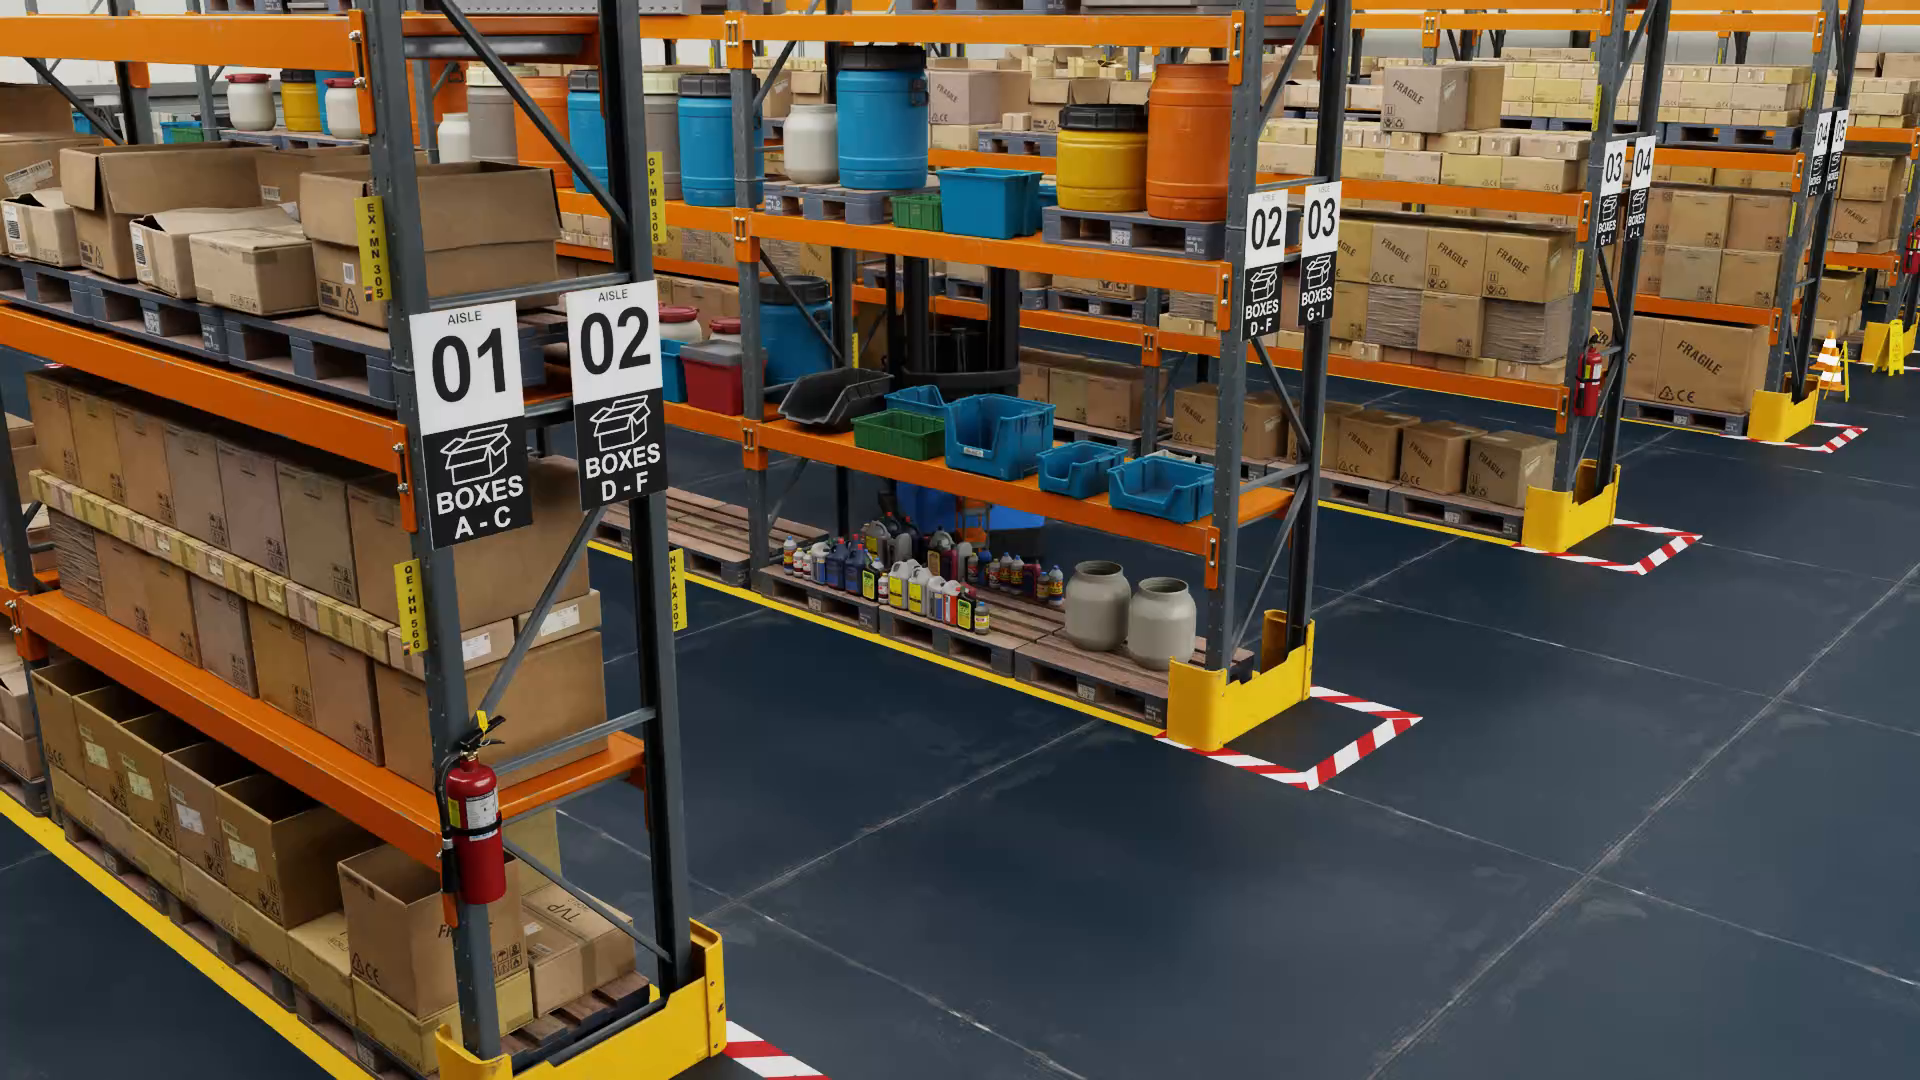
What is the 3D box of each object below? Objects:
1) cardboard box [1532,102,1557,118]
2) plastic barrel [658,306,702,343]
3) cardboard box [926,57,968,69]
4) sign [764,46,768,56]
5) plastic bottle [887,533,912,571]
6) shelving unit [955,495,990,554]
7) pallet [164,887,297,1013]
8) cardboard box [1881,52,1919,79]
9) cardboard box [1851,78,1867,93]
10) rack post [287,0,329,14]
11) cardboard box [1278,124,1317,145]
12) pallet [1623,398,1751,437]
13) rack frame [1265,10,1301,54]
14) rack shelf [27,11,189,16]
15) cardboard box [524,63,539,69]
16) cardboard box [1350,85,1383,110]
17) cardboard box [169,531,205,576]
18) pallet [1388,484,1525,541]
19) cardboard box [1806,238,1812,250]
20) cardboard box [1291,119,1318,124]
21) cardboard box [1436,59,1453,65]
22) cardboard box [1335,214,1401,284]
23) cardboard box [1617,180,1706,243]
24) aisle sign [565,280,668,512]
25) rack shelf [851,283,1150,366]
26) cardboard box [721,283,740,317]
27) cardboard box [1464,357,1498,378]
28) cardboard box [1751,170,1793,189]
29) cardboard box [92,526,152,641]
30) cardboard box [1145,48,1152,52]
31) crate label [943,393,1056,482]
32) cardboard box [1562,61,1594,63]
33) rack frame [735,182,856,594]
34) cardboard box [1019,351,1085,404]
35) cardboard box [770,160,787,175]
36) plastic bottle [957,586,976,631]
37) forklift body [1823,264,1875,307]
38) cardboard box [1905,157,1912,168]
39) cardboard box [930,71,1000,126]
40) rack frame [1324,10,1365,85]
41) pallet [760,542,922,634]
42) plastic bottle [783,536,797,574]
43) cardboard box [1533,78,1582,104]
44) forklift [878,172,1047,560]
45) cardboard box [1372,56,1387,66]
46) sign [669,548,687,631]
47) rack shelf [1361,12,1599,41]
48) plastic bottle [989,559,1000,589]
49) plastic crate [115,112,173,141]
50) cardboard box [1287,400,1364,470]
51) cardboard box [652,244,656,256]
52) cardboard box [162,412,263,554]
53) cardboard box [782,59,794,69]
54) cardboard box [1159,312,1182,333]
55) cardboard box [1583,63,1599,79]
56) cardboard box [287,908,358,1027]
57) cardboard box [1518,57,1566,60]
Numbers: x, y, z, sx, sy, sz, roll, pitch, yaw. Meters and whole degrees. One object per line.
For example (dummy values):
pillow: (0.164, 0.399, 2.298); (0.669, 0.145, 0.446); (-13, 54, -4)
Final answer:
cardboard box: (6.281, -4.576, 17.669); (0.250, 0.149, 0.380); (15, 23, 38)
plastic barrel: (-2.302, -1.603, 13.481); (0.433, 0.535, 0.433); (0, 18, 0)
cardboard box: (-0.301, -6.555, 23.489); (0.500, 0.500, 0.700); (15, 23, 39)
sign: (-3.120, -7.755, 26.666); (0.005, 0.325, 0.100); (15, 23, 39)
plastic bottle: (-0.447, 0.080, 12.176); (0.135, 0.276, 0.152); (15, 23, 39)
shelving unit: (0.093, -0.223, 12.559); (0.215, 1.050, 0.252); (-4, 21, -12)
pallet: (-2.991, 1.713, 7.864); (1.213, 0.211, 1.003); (15, 23, 39)
cardboard box: (13.773, -6.820, 24.160); (0.500, 0.500, 0.700); (15, 23, 40)
cardboard box: (10.854, -5.508, 20.147); (0.250, 0.149, 0.380); (15, 23, 39)
rack post: (-5.569, -4.999, 15.315); (0.937, 0.300, 0.954); (-15, 23, -40)
cardboard box: (2.929, -3.473, 14.228); (0.250, 0.149, 0.380); (14, 23, 38)
pallet: (7.814, -1.383, 17.620); (1.213, 0.211, 1.003); (15, 23, 39)
rack frame: (5.990, -10.102, 30.566); (0.127, 3.000, 1.000); (15, 23, 39)
rack shelf: (-8.663, -5.483, 17.864); (4.000, 0.370, 1.077); (15, 23, 39)
cardboard box: (-5.201, -5.991, 21.548); (0.500, 0.500, 0.700); (16, 24, 42)
cardboard box: (4.837, -5.084, 19.102); (0.500, 0.250, 0.500); (15, 23, 40)
cardboard box: (-3.241, 0.021, 7.348); (0.250, 0.149, 0.380); (15, 23, 39)
pallet: (4.455, -0.324, 14.285); (1.213, 0.211, 1.003); (15, 23, 39)
cardboard box: (10.599, -3.743, 20.863); (0.250, 0.149, 0.380); (16, 23, 40)
cardboard box: (3.147, -3.664, 14.828); (0.250, 0.149, 0.380); (14, 22, 38)
cardboard box: (8.402, -8.208, 28.655); (0.250, 0.149, 0.380); (14, 22, 37)
cardboard box: (3.402, -2.490, 14.189); (0.500, 0.500, 0.500); (15, 23, 39)
cardboard box: (7.410, -3.471, 17.557); (0.550, 0.550, 0.875); (15, 23, 39)
aisle sign: (-1.230, -0.522, 5.999); (0.004, 0.787, 0.394); (15, 23, 39)
rack shelf: (0.608, -2.329, 17.181); (4.000, 0.370, 1.077); (15, 23, 39)
cardboard box: (-2.052, -2.585, 19.616); (0.875, 0.875, 1.225); (15, 23, 39)
cardboard box: (4.338, -1.447, 13.627); (0.250, 0.149, 0.380); (15, 23, 39)
cardboard box: (10.323, -4.611, 20.872); (0.500, 0.500, 0.700); (15, 23, 39)
cardboard box: (-3.740, 0.115, 8.126); (0.500, 0.500, 0.700); (15, 23, 39)
cardboard box: (3.916, -9.434, 32.350); (0.500, 0.250, 0.500); (15, 23, 38)
crate label: (0.252, -0.672, 10.711); (0.616, 0.435, 0.502); (15, 23, 39)
cardboard box: (6.715, -5.105, 18.019); (0.250, 0.149, 0.380); (15, 23, 39)
rack frame: (-1.184, -1.150, 12.275); (0.127, 3.000, 1.000); (15, 23, 39)
cardboard box: (0.896, -1.629, 17.191); (0.500, 0.500, 0.700); (13, 22, 35)
cardboard box: (-2.576, -5.615, 25.690); (0.500, 0.500, 0.500); (15, 23, 40)
plastic bottle: (0.044, 0.450, 10.999); (0.133, 0.283, 0.061); (16, 23, 41)
forklift body: (12.336, -4.396, 23.909); (1.214, 2.155, 2.313); (15, 23, 39)
cardboard box: (14.002, -5.512, 24.290); (0.250, 0.149, 0.380); (15, 23, 40)
cardboard box: (0.051, -4.434, 16.675); (0.500, 0.500, 0.500); (14, 22, 38)
rack frame: (5.690, -8.175, 24.494); (0.127, 3.000, 1.000); (15, 23, 39)
pallet: (-0.709, 0.324, 12.243); (1.213, 0.211, 1.003); (15, 23, 39)
plastic bottle: (-1.236, 0.104, 12.107); (0.097, 0.271, 0.097); (0, 18, 0)
cardboard box: (6.408, -4.756, 17.578); (0.500, 0.250, 0.500); (15, 23, 39)
forklift: (-0.103, -1.620, 13.871); (1.130, 2.935, 3.031); (-3, 18, -10)
cardboard box: (7.462, -8.605, 29.871); (0.250, 0.149, 0.380); (16, 23, 41)
sign: (-1.110, 0.199, 6.465); (0.005, 0.325, 0.100); (15, 23, 39)
rack shelf: (7.186, -7.240, 23.398); (4.000, 0.370, 1.077); (15, 23, 39)
plastic bottle: (0.254, 0.234, 11.814); (0.097, 0.201, 0.097); (0, 18, 0)
plastic crate: (-8.706, -4.417, 17.809); (0.530, 0.282, 0.437); (15, 23, 39)
cardboard box: (3.326, -0.969, 15.146); (0.500, 0.500, 0.500); (13, 22, 34)
cardboard box: (-3.702, -3.775, 20.383); (0.500, 0.500, 0.500); (15, 23, 39)
cardboard box: (-3.012, -0.306, 7.306); (0.500, 0.500, 0.700); (15, 23, 39)
cardboard box: (-2.501, -7.174, 25.062); (0.250, 0.149, 0.380); (16, 24, 41)
cardboard box: (2.065, -2.039, 15.494); (0.250, 0.149, 0.380); (15, 23, 39)
cardboard box: (6.656, -4.855, 17.228); (0.250, 0.149, 0.380); (15, 23, 39)
cardboard box: (-2.462, 1.745, 7.005); (0.500, 0.250, 0.500); (15, 23, 39)
cardboard box: (8.131, -6.615, 23.265); (0.500, 0.250, 0.500); (14, 23, 38)
